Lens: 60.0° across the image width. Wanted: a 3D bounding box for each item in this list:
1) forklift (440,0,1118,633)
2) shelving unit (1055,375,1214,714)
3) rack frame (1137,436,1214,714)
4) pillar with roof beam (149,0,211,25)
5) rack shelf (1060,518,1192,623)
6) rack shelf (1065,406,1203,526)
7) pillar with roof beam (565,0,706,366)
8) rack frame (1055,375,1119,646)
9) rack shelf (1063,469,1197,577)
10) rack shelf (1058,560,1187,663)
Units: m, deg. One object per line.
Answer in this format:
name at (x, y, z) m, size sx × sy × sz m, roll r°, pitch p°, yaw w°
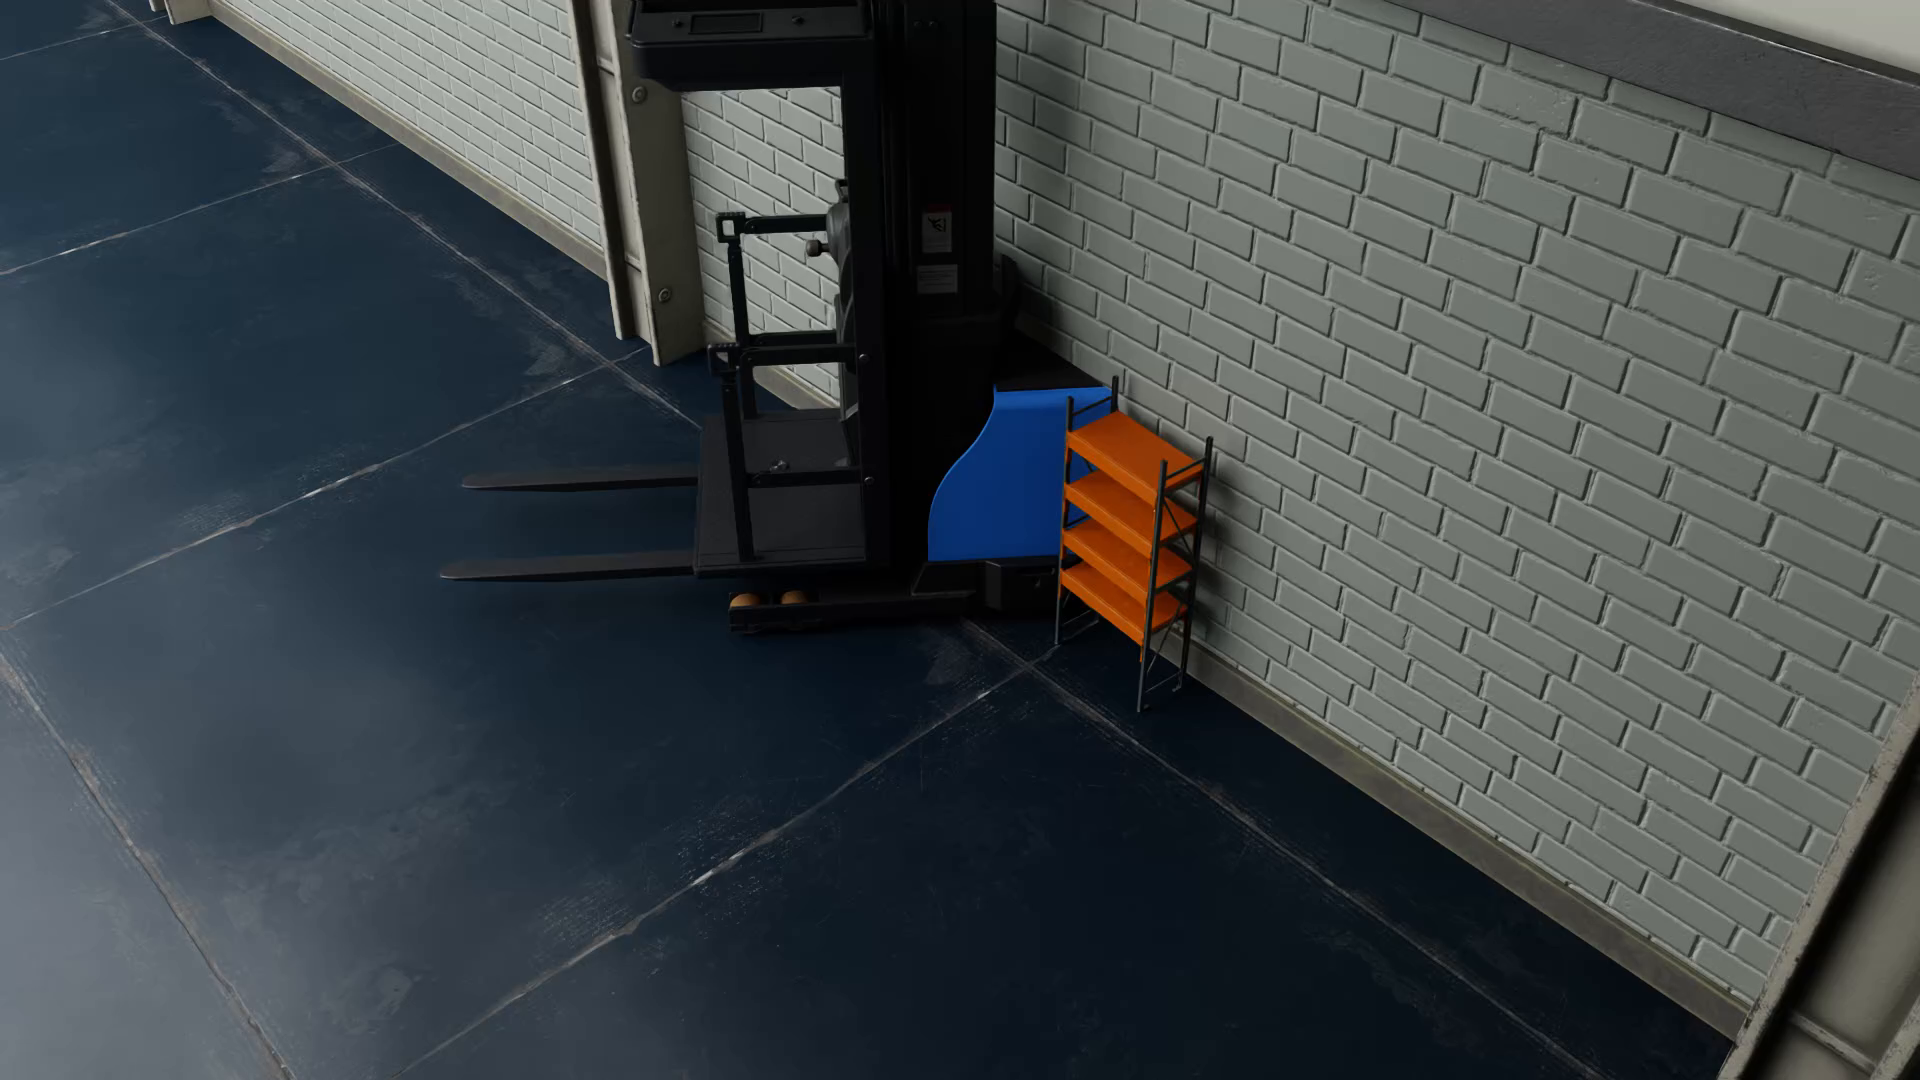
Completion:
forklift at (-0.620, -1.107, 6.288) m, size 3.031 × 2.935 × 1.130 m, roll -3°, pitch 39°, yaw -4°
shelving unit at (0.633, 0.032, 6.255) m, size 0.258 × 1.200 × 0.503 m, roll -26°, pitch 46°, yaw -29°
rack frame at (0.783, 0.153, 6.105) m, size 0.240 × 1.200 × 0.015 m, roll -26°, pitch 46°, yaw -29°
pillar with roof beam at (-8.752, -5.471, 6.862) m, size 9.100 × 9.000 × 0.400 m, roll -30°, pitch 48°, yaw -32°
rack shelf at (0.633, 0.085, 6.297) m, size 0.258 × 0.148 × 0.480 m, roll -26°, pitch 46°, yaw -29°
rack shelf at (0.633, -0.273, 6.008) m, size 0.258 × 0.148 × 0.480 m, roll -26°, pitch 46°, yaw -29°
pillar with roof beam at (-4.694, -2.694, 3.424) m, size 9.100 × 9.000 × 0.400 m, roll -30°, pitch 48°, yaw -32°
rack frame at (0.483, -0.088, 6.405) m, size 0.240 × 1.200 × 0.015 m, roll -26°, pitch 46°, yaw -29°
rack shelf at (0.633, -0.089, 6.157) m, size 0.258 × 0.148 × 0.480 m, roll -26°, pitch 46°, yaw -29°
rack shelf at (0.633, 0.239, 6.422) m, size 0.258 × 0.148 × 0.480 m, roll -26°, pitch 46°, yaw -29°
